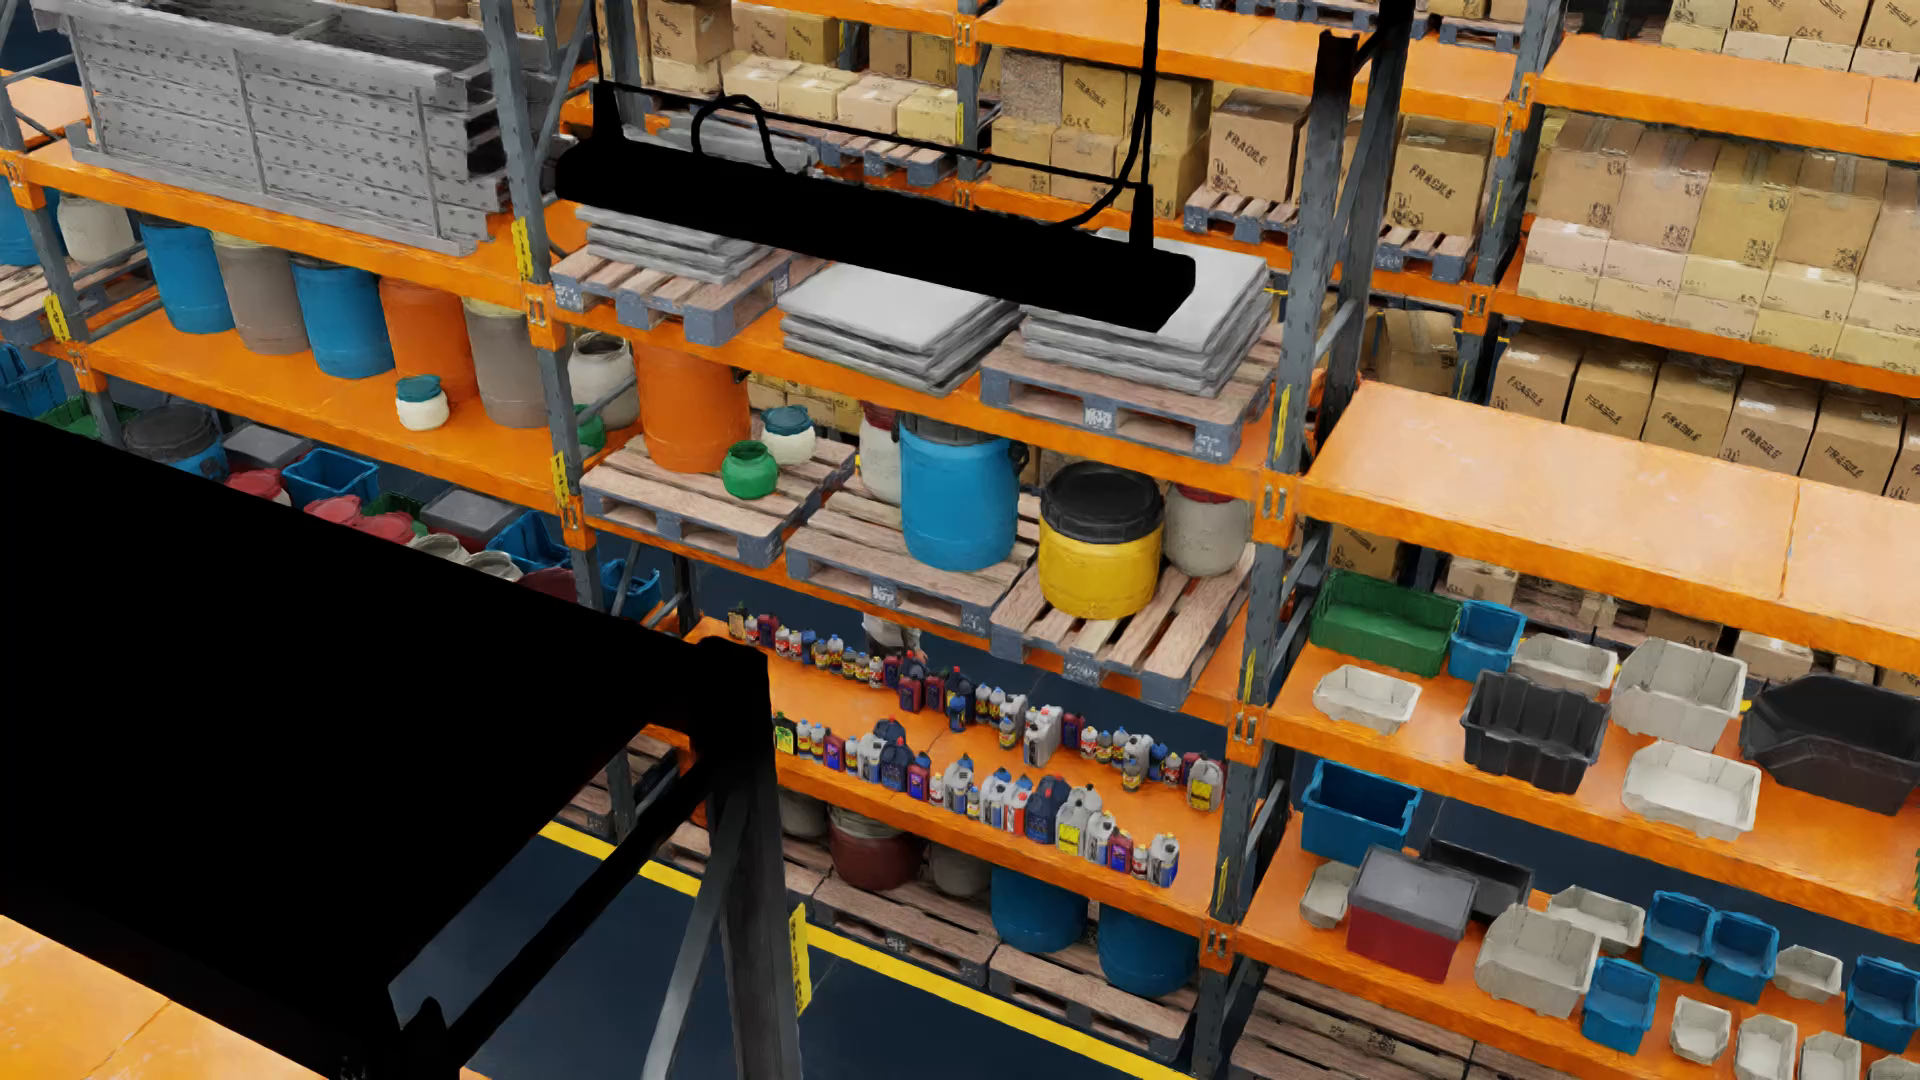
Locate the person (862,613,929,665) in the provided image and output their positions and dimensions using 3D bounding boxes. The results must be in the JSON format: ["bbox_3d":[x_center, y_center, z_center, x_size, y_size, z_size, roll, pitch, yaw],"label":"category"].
[{"bbox_3d":[-0.408,0.620,11.425,0.569,1.768,0.627,-21,40,-27],"label":"person"}]
